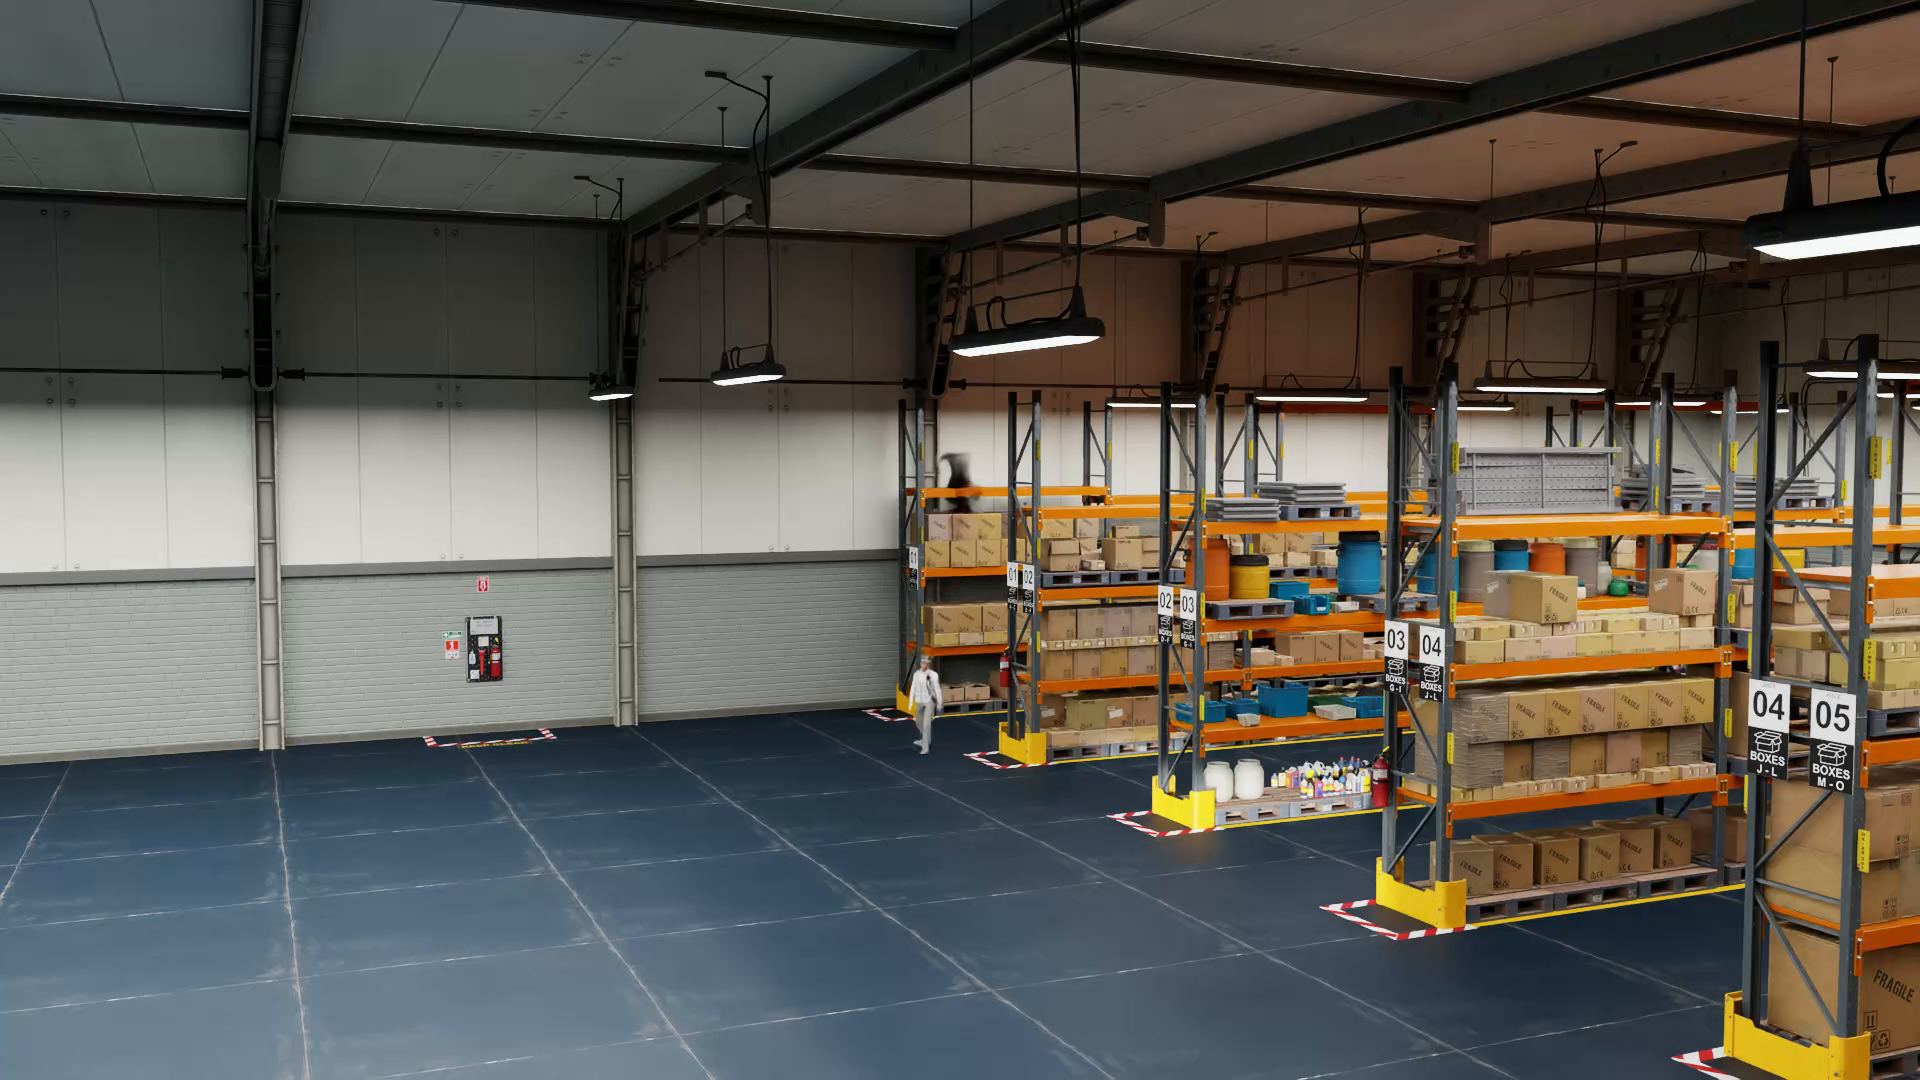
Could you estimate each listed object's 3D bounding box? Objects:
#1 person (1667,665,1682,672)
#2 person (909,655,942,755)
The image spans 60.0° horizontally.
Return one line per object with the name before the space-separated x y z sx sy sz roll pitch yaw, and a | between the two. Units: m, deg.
person | 12.086 2.656 28.244 0.676 1.734 0.682 -2 4 -35
person | -0.624 2.711 27.772 0.661 1.625 0.792 2 4 31
